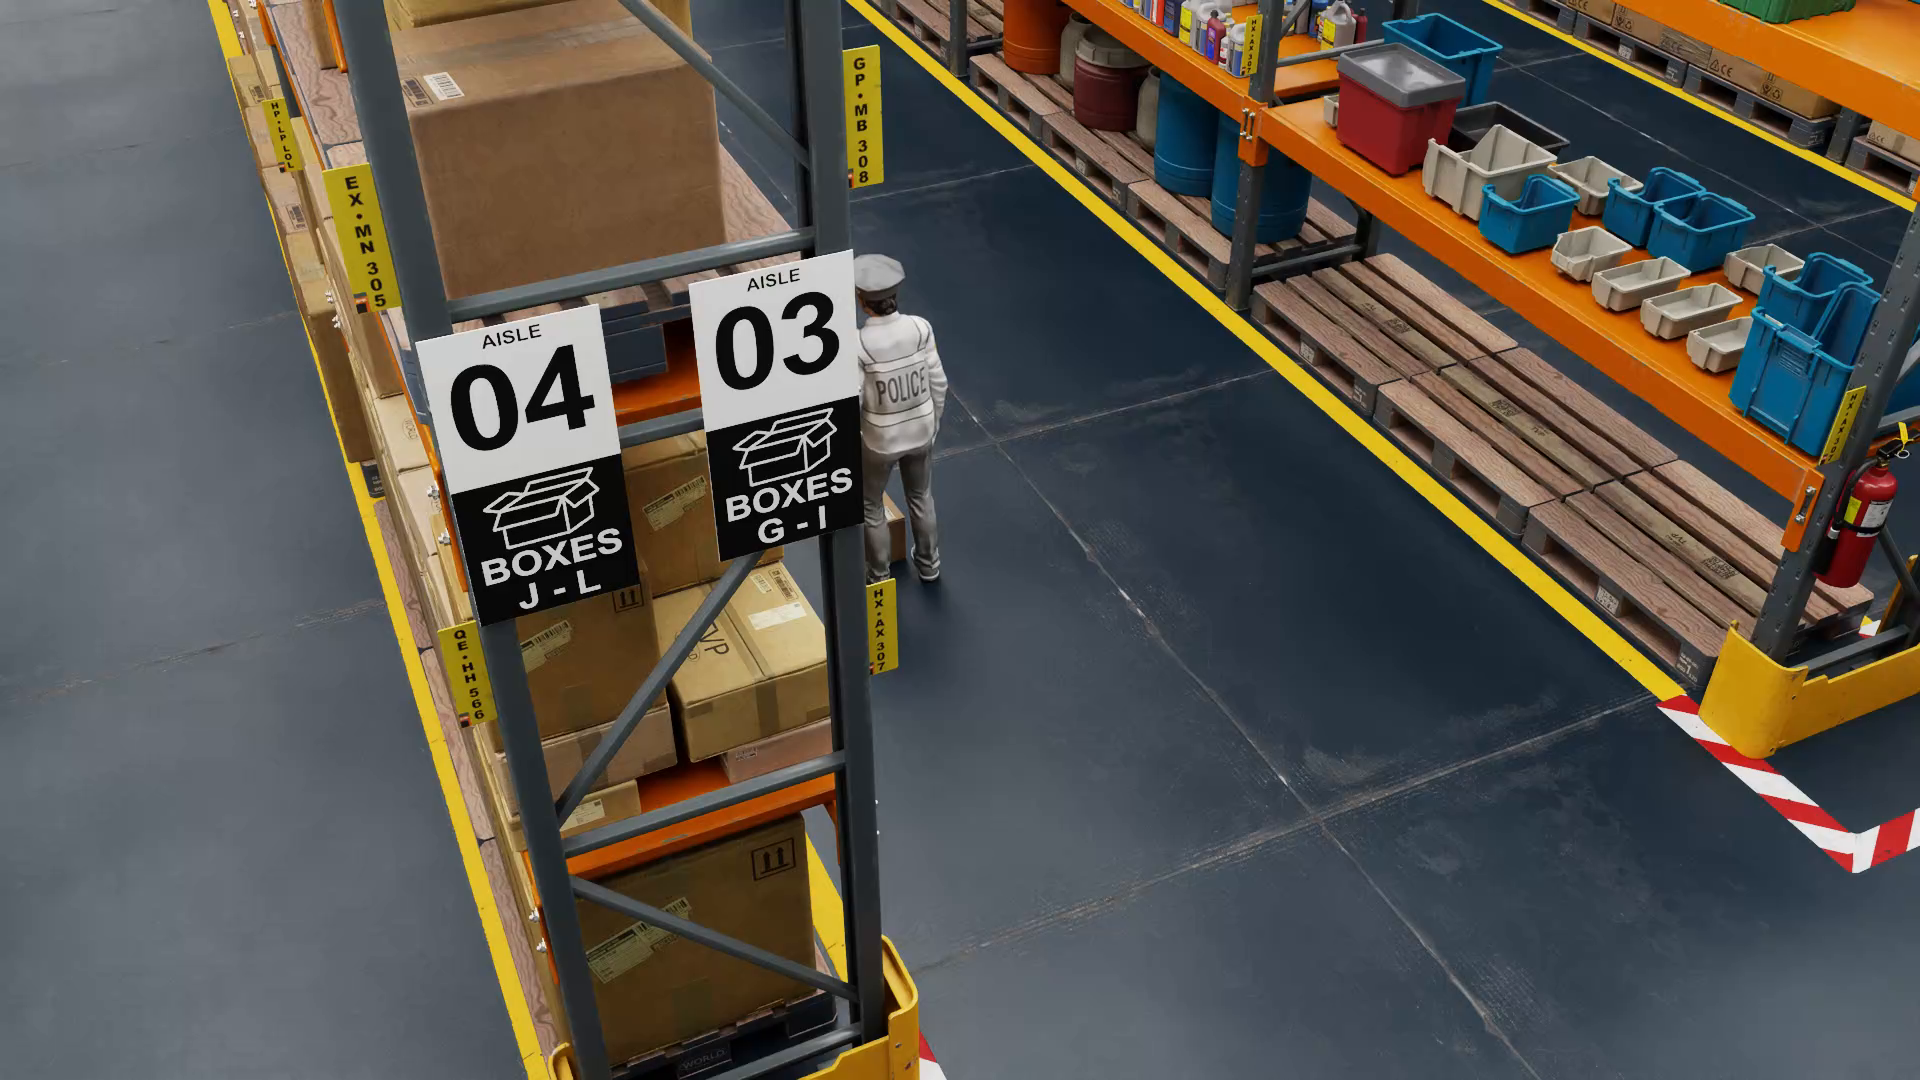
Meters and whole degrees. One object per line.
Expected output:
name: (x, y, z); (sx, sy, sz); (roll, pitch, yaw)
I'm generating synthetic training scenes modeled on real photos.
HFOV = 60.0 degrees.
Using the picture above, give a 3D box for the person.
person: (-0.313, -0.473, 7.468); (0.532, 1.663, 0.372); (-18, 41, -22)
